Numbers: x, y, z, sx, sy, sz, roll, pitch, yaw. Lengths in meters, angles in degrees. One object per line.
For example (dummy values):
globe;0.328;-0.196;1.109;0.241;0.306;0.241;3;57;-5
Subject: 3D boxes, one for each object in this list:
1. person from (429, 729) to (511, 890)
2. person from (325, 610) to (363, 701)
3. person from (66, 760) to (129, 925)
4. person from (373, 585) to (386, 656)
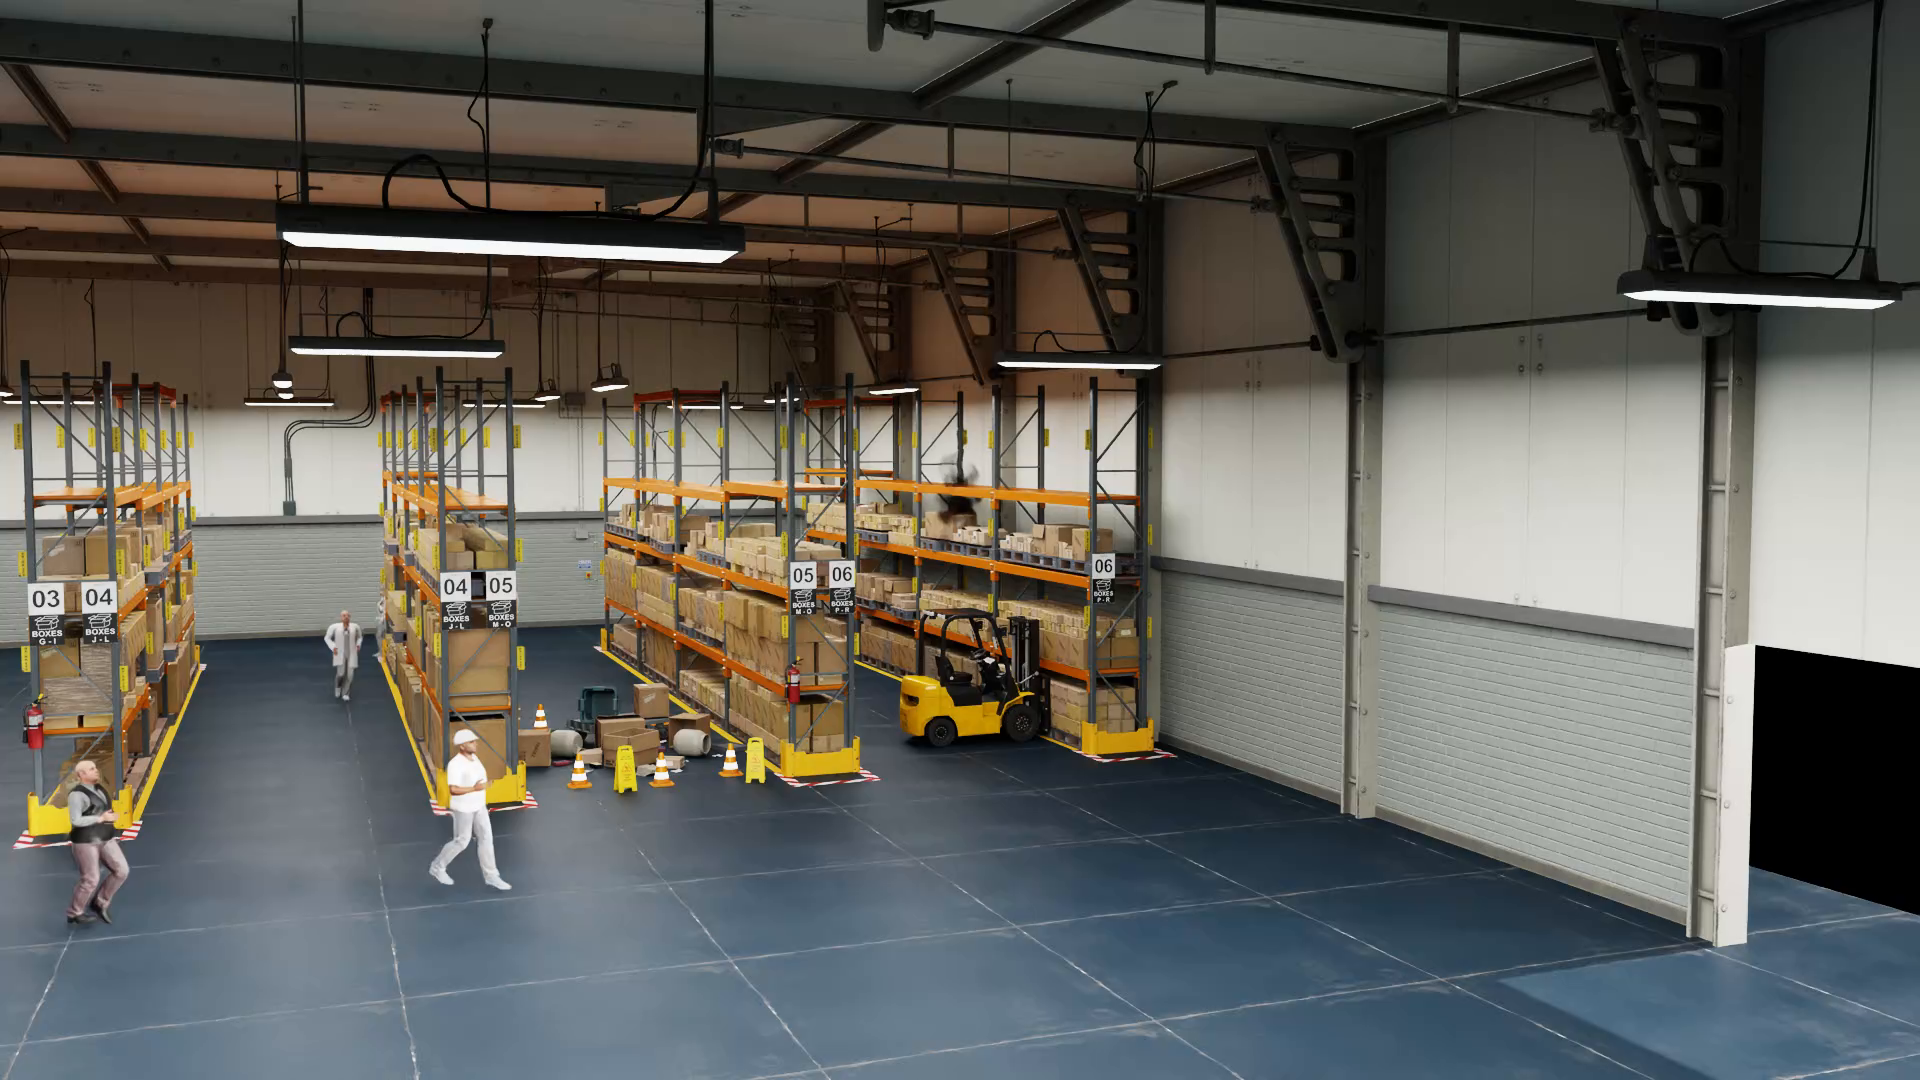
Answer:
person;-5.453;2.986;18.415;0.918;1.786;0.692;1;4;13
person;-11.772;2.215;31.860;0.689;1.731;0.593;-2;4;-32
person;-8.863;3.125;17.086;0.669;1.738;0.640;0;3;7
person;-13.294;1.875;38.556;0.609;1.683;0.645;-2;4;-36
